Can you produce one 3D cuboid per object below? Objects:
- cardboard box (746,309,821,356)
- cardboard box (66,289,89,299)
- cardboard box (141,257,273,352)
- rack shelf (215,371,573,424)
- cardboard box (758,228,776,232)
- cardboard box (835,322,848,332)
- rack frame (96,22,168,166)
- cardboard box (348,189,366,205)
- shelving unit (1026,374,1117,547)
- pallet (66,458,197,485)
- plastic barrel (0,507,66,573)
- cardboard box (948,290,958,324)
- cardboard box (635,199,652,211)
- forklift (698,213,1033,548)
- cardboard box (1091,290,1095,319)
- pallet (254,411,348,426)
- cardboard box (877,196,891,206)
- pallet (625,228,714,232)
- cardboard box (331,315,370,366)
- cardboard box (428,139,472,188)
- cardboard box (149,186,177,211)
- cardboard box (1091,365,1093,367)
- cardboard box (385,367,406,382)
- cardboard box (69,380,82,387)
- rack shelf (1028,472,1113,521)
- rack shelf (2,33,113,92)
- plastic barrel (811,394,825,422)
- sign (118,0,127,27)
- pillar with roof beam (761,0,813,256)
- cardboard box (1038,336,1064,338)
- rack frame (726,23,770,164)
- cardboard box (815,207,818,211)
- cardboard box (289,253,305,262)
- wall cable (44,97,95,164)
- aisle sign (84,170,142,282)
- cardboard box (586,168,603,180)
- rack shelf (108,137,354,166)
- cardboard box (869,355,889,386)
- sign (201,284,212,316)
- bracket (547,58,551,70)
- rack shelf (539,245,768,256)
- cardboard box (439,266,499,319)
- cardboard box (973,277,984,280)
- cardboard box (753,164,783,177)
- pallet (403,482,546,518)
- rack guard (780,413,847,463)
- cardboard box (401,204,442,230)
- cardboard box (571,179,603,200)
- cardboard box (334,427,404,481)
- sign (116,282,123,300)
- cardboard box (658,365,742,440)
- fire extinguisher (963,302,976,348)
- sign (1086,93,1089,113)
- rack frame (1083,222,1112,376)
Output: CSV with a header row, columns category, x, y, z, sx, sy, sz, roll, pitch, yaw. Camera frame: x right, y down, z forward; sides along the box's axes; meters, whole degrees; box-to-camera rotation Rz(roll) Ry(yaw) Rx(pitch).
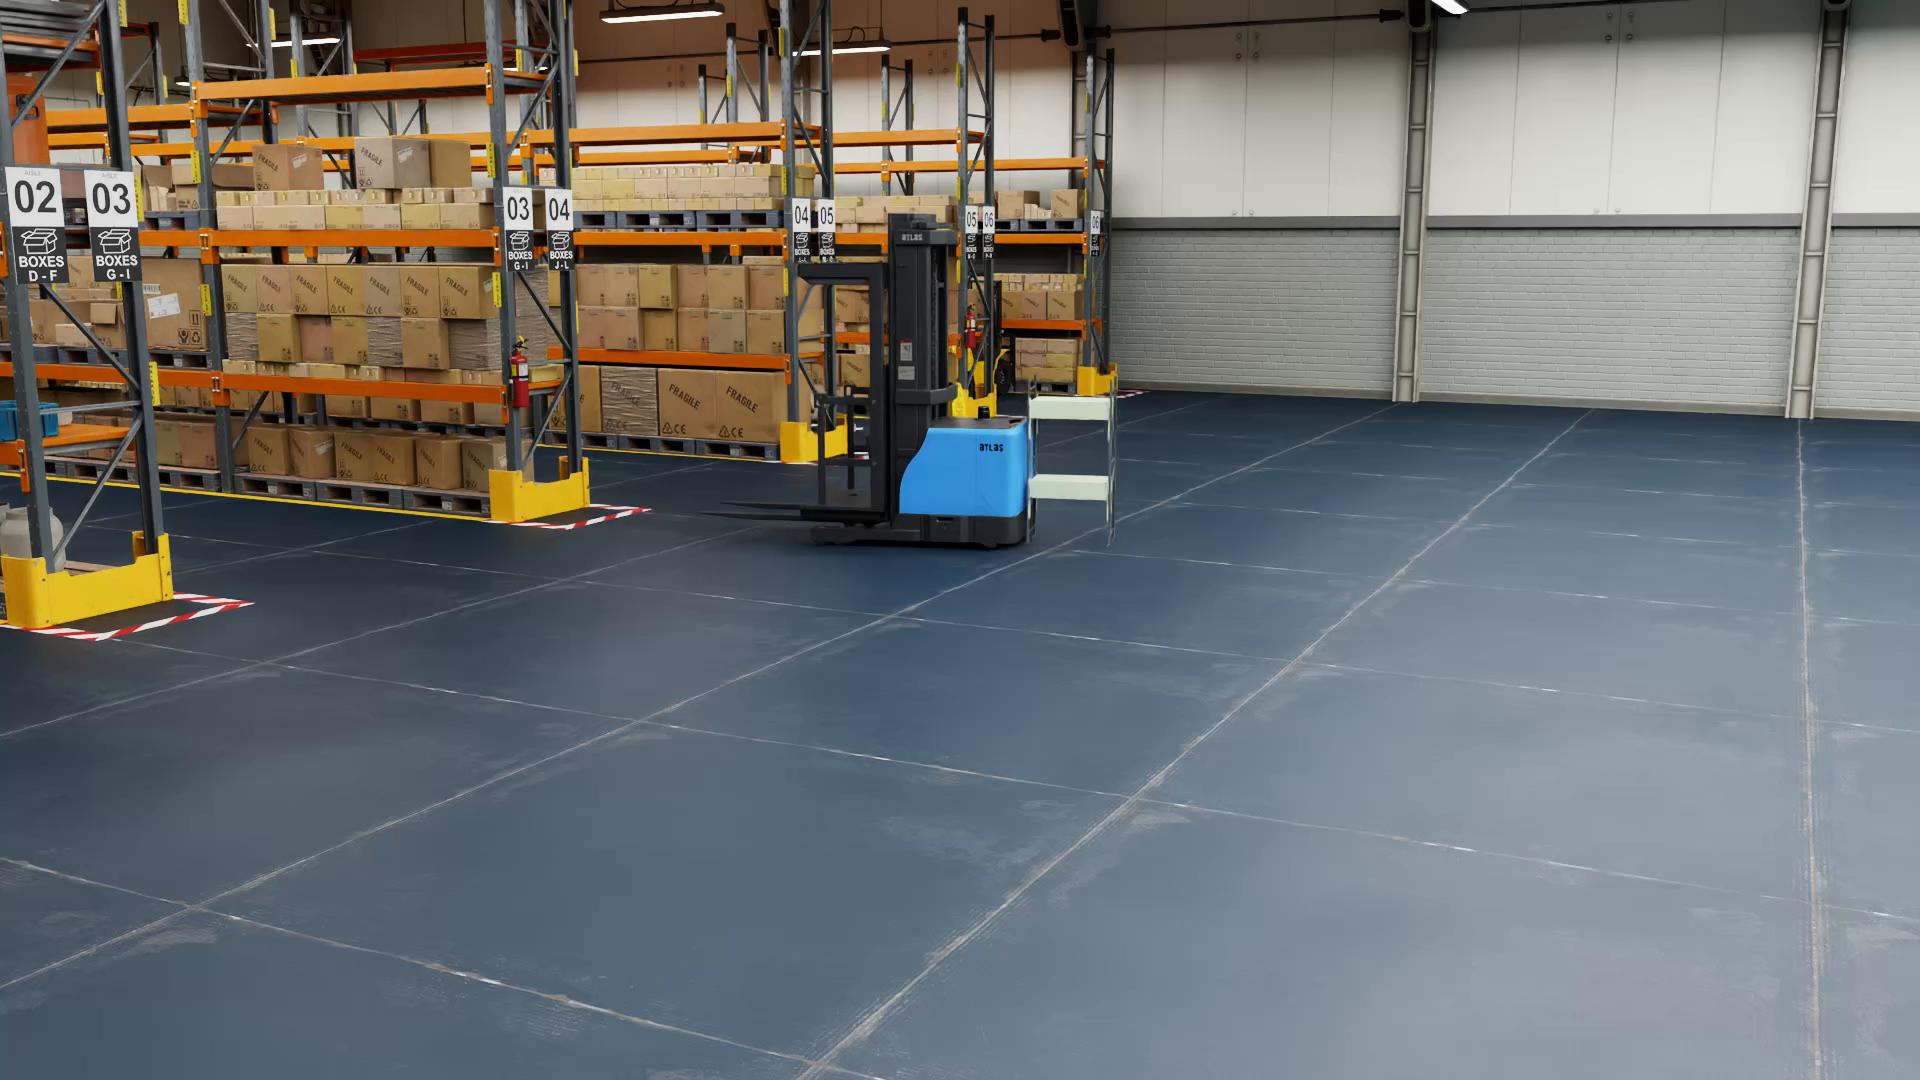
category,x,y,z,sx,sy,sz,roll,pitch,yaw
cardboard box,-2.210,-2.623,20.881,0.550,0.550,0.875,5,11,26
cardboard box,-13.643,-3.703,26.151,0.500,0.500,0.500,5,11,24
cardboard box,-8.380,-2.645,18.560,1.000,1.000,1.000,5,11,26
rack shelf,-5.936,-1.547,17.375,4.000,0.370,1.077,5,11,26
cardboard box,-2.965,-4.900,26.164,0.250,0.149,0.380,5,11,26
cardboard box,-1.823,-3.324,25.879,0.250,0.149,0.380,5,11,26
rack frame,-12.619,-6.425,25.464,0.127,3.000,1.000,5,11,26
cardboard box,-5.918,-3.447,16.730,0.250,0.149,0.380,4,11,23
shelving unit,1.007,-0.720,14.997,0.755,1.500,0.431,2,10,11
pallet,-9.527,-0.843,19.298,1.213,0.211,1.003,5,11,26
plastic barrel,-6.958,0.026,12.473,0.421,0.512,0.421,0,10,0
cardboard box,-0.366,-3.520,25.143,0.500,0.500,0.500,5,11,25
cardboard box,-3.904,-4.248,21.103,0.250,0.149,0.380,5,11,27
forklift,-0.880,-1.480,15.180,3.031,2.935,1.130,2,10,11
cardboard box,2.114,-4.252,30.019,0.500,0.500,0.500,5,12,28
pallet,-9.732,-1.848,24.846,1.213,0.211,1.003,5,11,26
cardboard box,-1.064,-5.143,25.266,0.250,0.149,0.380,5,11,26
pallet,-4.783,-5.172,27.488,1.003,0.211,1.213,5,11,26
cardboard box,-5.998,-2.094,17.264,0.500,0.500,0.875,5,11,26
cardboard box,-5.354,-3.821,16.978,0.500,0.500,0.500,5,11,26
cardboard box,-8.617,-3.733,18.210,0.258,0.266,0.396,5,12,28
cardboard box,2.081,-3.043,30.161,0.500,0.250,0.500,5,11,26
cardboard box,-5.618,-1.705,16.934,0.250,0.149,0.380,5,11,26
cardboard box,-13.957,-2.487,26.542,0.250,0.149,0.380,5,12,27
rack shelf,1.007,-0.399,15.055,0.720,0.370,0.431,2,10,11
rack shelf,-8.128,-3.511,12.506,4.000,0.370,1.077,5,11,26
plastic barrel,-2.280,-1.979,24.978,0.512,0.421,0.421,-4,11,-23
sign,-6.087,-3.889,12.037,0.005,0.325,0.100,5,11,26
pillar with roof beam,-5.076,-7.055,28.945,0.548,9.000,9.100,5,11,26
cardboard box,1.638,-3.572,30.276,0.500,0.250,0.500,5,11,26
rack frame,-3.345,-6.593,26.393,0.127,3.000,1.000,5,11,26
cardboard box,-2.161,-5.031,25.767,0.500,0.250,0.500,5,11,26
cardboard box,-12.282,-5.233,30.814,0.250,0.149,0.380,5,11,26
wall cable,-18.997,-8.062,34.508,0.029,3.000,2.355,5,11,26
aisle sign,-6.140,-2.273,12.065,0.004,0.787,0.394,5,11,26
cardboard box,-4.584,-4.701,21.363,0.250,0.149,0.380,5,11,25
rack shelf,-10.825,-5.717,24.692,4.000,0.370,1.077,5,11,26
cardboard box,-1.061,-2.611,25.669,0.500,0.500,0.500,6,12,28
sign,-7.972,-2.539,17.587,0.005,0.325,0.100,5,11,26
bracket,-8.337,-9.897,34.542,0.430,0.232,0.235,5,11,26
rack shelf,-5.138,-4.921,27.595,4.000,0.370,1.077,5,11,26
cardboard box,-4.745,-2.435,16.337,0.500,0.500,0.500,5,11,26
cardboard box,0.425,-4.771,30.231,0.250,0.149,0.380,5,11,26
cardboard box,-2.309,-4.501,20.258,0.250,0.149,0.380,5,11,26
pallet,-4.924,-0.447,17.107,1.213,0.211,1.003,5,11,26
rack guard,-1.836,-1.296,20.985,0.348,0.500,1.175,5,11,26
cardboard box,-5.136,-3.182,16.387,0.500,0.250,0.500,5,11,26
cardboard box,-4.677,-4.524,21.510,0.500,0.250,0.500,5,11,25
cardboard box,-6.280,-0.917,17.714,0.500,0.500,0.500,4,11,21
sign,-12.852,-3.812,25.439,0.005,0.325,0.100,5,11,26
cardboard box,-3.285,-1.801,21.543,0.875,0.875,0.875,5,11,25
fire extinguisher,0.141,-3.205,24.736,0.183,0.674,0.296,5,11,26
sign,2.183,-7.484,28.470,0.005,0.325,0.100,5,11,26
rack frame,2.435,-4.119,29.567,0.127,3.000,1.000,5,11,26
